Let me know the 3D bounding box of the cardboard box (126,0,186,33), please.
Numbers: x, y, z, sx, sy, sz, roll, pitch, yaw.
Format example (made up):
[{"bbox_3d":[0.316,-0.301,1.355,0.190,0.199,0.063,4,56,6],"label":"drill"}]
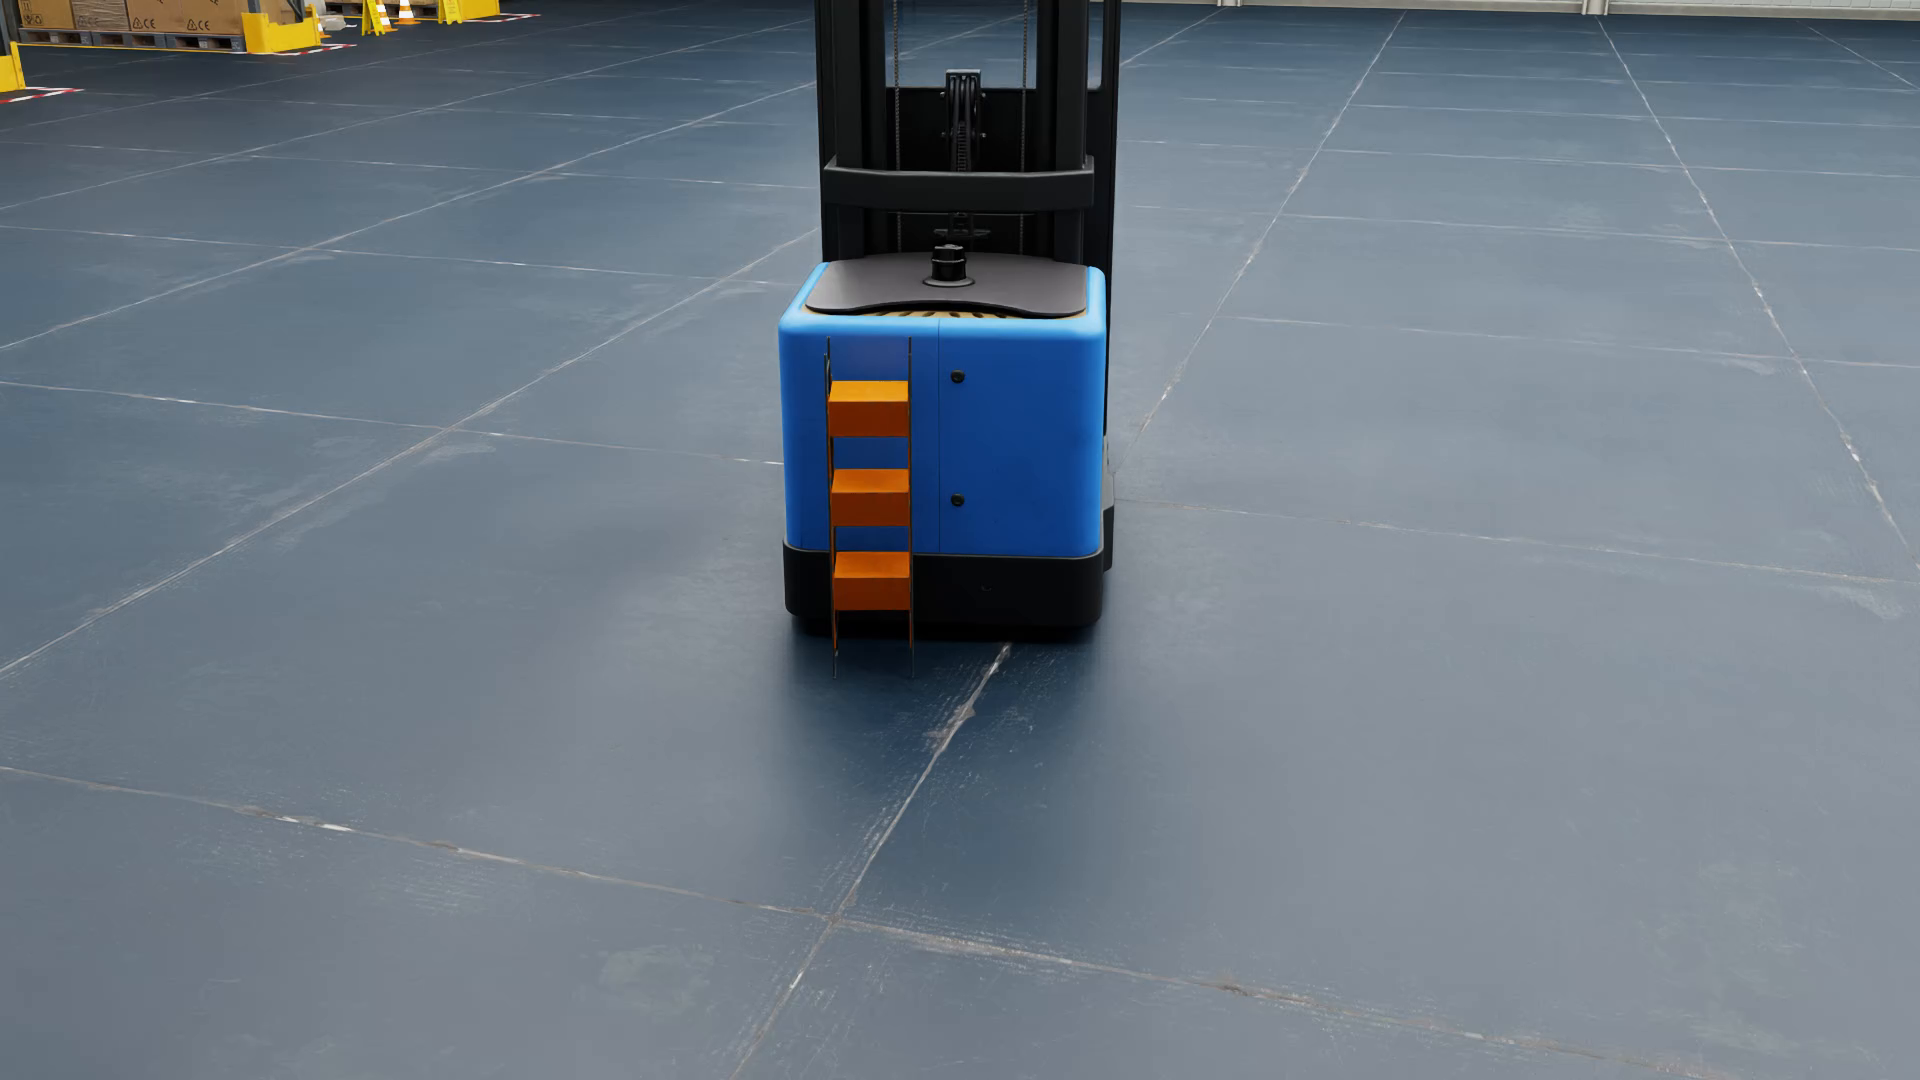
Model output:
[{"bbox_3d":[-10.643,-7.378,22.551,0.875,0.875,0.875,6,23,15],"label":"cardboard box"}]

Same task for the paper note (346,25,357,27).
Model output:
[{"bbox_3d":[-9.279,-7.837,25.336,0.142,0.019,0.148,-1,22,-3],"label":"paper note"}]

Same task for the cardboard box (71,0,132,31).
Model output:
[{"bbox_3d":[-11.515,-7.479,22.796,0.875,0.875,0.875,7,23,16],"label":"cardboard box"}]

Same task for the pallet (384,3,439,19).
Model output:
[{"bbox_3d":[-8.639,-8.651,27.081,1.213,0.211,1.003,7,23,16],"label":"pallet"}]

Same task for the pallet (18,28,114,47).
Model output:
[{"bbox_3d":[-12.256,-7.057,23.197,1.213,0.211,1.003,7,23,15],"label":"pallet"}]

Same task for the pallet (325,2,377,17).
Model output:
[{"bbox_3d":[-9.803,-8.785,27.409,1.213,0.211,1.003,7,23,16],"label":"pallet"}]

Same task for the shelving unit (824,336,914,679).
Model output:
[{"bbox_3d":[-0.272,-0.088,5.101,0.252,1.050,0.215,0,22,-1],"label":"shelving unit"}]

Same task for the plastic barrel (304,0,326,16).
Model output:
[{"bbox_3d":[-10.213,-8.315,25.983,0.512,0.421,0.421,-14,26,-30],"label":"plastic barrel"}]

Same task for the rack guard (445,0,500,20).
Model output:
[{"bbox_3d":[-7.871,-8.682,26.778,0.348,0.500,1.175,7,23,16],"label":"rack guard"}]

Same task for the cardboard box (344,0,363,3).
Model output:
[{"bbox_3d":[-9.646,-8.858,26.983,0.500,0.250,0.500,6,23,14],"label":"cardboard box"}]

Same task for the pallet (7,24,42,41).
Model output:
[{"bbox_3d":[-13.722,-7.226,23.609,1.213,0.211,1.003,7,23,16],"label":"pallet"}]

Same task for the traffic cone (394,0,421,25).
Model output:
[{"bbox_3d":[-8.583,-8.235,25.737,0.334,0.463,0.336,7,23,16],"label":"traffic cone"}]

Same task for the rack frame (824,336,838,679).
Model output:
[{"bbox_3d":[-0.394,-0.088,5.098,0.008,1.050,0.200,0,22,-1],"label":"rack frame"}]

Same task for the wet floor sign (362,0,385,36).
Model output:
[{"bbox_3d":[-8.532,-7.648,24.064,0.232,0.644,0.267,3,22,6],"label":"wet floor sign"}]

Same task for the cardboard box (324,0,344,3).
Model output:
[{"bbox_3d":[-10.118,-8.917,27.125,0.500,0.250,0.500,6,23,15],"label":"cardboard box"}]

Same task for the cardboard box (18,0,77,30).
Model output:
[{"bbox_3d":[-12.379,-7.576,23.034,0.875,0.875,0.875,7,23,16],"label":"cardboard box"}]

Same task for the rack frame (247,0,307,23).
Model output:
[{"bbox_3d":[-9.132,-8.021,21.872,0.127,3.000,1.000,7,23,16],"label":"rack frame"}]

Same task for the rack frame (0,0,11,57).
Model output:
[{"bbox_3d":[-10.661,-6.230,17.505,0.127,3.000,1.000,7,23,16],"label":"rack frame"}]

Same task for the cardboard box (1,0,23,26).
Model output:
[{"bbox_3d":[-13.581,-7.648,23.374,0.750,0.750,1.050,6,23,15],"label":"cardboard box"}]

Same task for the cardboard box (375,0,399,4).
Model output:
[{"bbox_3d":[-9.144,-8.803,26.848,0.500,0.250,0.500,7,23,16],"label":"cardboard box"}]

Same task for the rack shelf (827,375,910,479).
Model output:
[{"bbox_3d":[-0.271,-0.341,4.997,0.240,0.259,0.215,0,22,-1],"label":"rack shelf"}]

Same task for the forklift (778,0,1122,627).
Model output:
[{"bbox_3d":[0.046,-1.592,6.290,1.130,2.935,3.031,2,22,4],"label":"forklift"}]

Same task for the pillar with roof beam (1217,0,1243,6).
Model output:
[{"bbox_3d":[3.470,-11.934,23.506,0.400,9.000,9.100,7,23,16],"label":"pillar with roof beam"}]

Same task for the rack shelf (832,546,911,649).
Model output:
[{"bbox_3d":[-0.273,0.179,5.210,0.240,0.259,0.215,0,22,-1],"label":"rack shelf"}]

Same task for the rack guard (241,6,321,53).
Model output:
[{"bbox_3d":[-9.109,-6.862,22.339,0.348,0.500,1.175,7,23,16],"label":"rack guard"}]

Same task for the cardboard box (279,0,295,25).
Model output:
[{"bbox_3d":[-10.211,-7.948,24.984,0.637,0.503,0.797,-9,24,-21],"label":"cardboard box"}]

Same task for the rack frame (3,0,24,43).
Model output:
[{"bbox_3d":[-12.961,-8.459,22.940,0.127,3.000,1.000,7,23,16],"label":"rack frame"}]

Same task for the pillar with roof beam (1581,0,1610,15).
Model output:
[{"bbox_3d":[9.215,-11.276,21.903,0.400,9.000,9.100,7,23,16],"label":"pillar with roof beam"}]

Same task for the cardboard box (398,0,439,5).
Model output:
[{"bbox_3d":[-8.673,-8.746,26.709,0.500,0.250,0.500,6,23,15],"label":"cardboard box"}]

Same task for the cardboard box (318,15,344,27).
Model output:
[{"bbox_3d":[-9.636,-7.921,25.385,0.380,0.149,0.250,-20,29,-39],"label":"cardboard box"}]

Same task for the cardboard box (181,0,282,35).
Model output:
[{"bbox_3d":[-9.800,-7.283,22.318,0.875,0.875,0.875,7,23,16],"label":"cardboard box"}]

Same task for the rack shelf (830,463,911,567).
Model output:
[{"bbox_3d":[-0.272,-0.079,5.105,0.240,0.259,0.215,0,22,-1],"label":"rack shelf"}]

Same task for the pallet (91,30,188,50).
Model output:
[{"bbox_3d":[-11.084,-6.924,22.873,1.213,0.211,1.003,7,23,15],"label":"pallet"}]

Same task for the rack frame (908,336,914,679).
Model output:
[{"bbox_3d":[-0.150,-0.089,5.104,0.008,1.050,0.200,0,22,-1],"label":"rack frame"}]

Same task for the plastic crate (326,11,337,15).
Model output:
[{"bbox_3d":[-10.362,-8.448,26.760,0.583,0.080,0.402,-1,22,-3],"label":"plastic crate"}]

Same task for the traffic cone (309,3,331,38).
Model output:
[{"bbox_3d":[-9.230,-7.421,23.753,0.334,0.463,0.336,7,23,16],"label":"traffic cone"}]

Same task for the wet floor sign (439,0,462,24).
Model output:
[{"bbox_3d":[-7.926,-8.332,25.731,0.232,0.644,0.267,16,27,34],"label":"wet floor sign"}]

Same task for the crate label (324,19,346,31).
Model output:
[{"bbox_3d":[-9.349,-7.708,24.880,0.298,0.136,0.250,-5,23,-12],"label":"crate label"}]

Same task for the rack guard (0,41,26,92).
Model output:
[{"bbox_3d":[-10.734,-5.082,18.000,0.348,0.500,1.175,7,23,16],"label":"rack guard"}]

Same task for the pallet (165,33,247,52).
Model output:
[{"bbox_3d":[-9.920,-6.790,22.545,1.213,0.211,1.003,7,23,15],"label":"pallet"}]

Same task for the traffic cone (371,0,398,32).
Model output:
[{"bbox_3d":[-8.578,-7.795,24.663,0.334,0.463,0.336,7,23,16],"label":"traffic cone"}]
